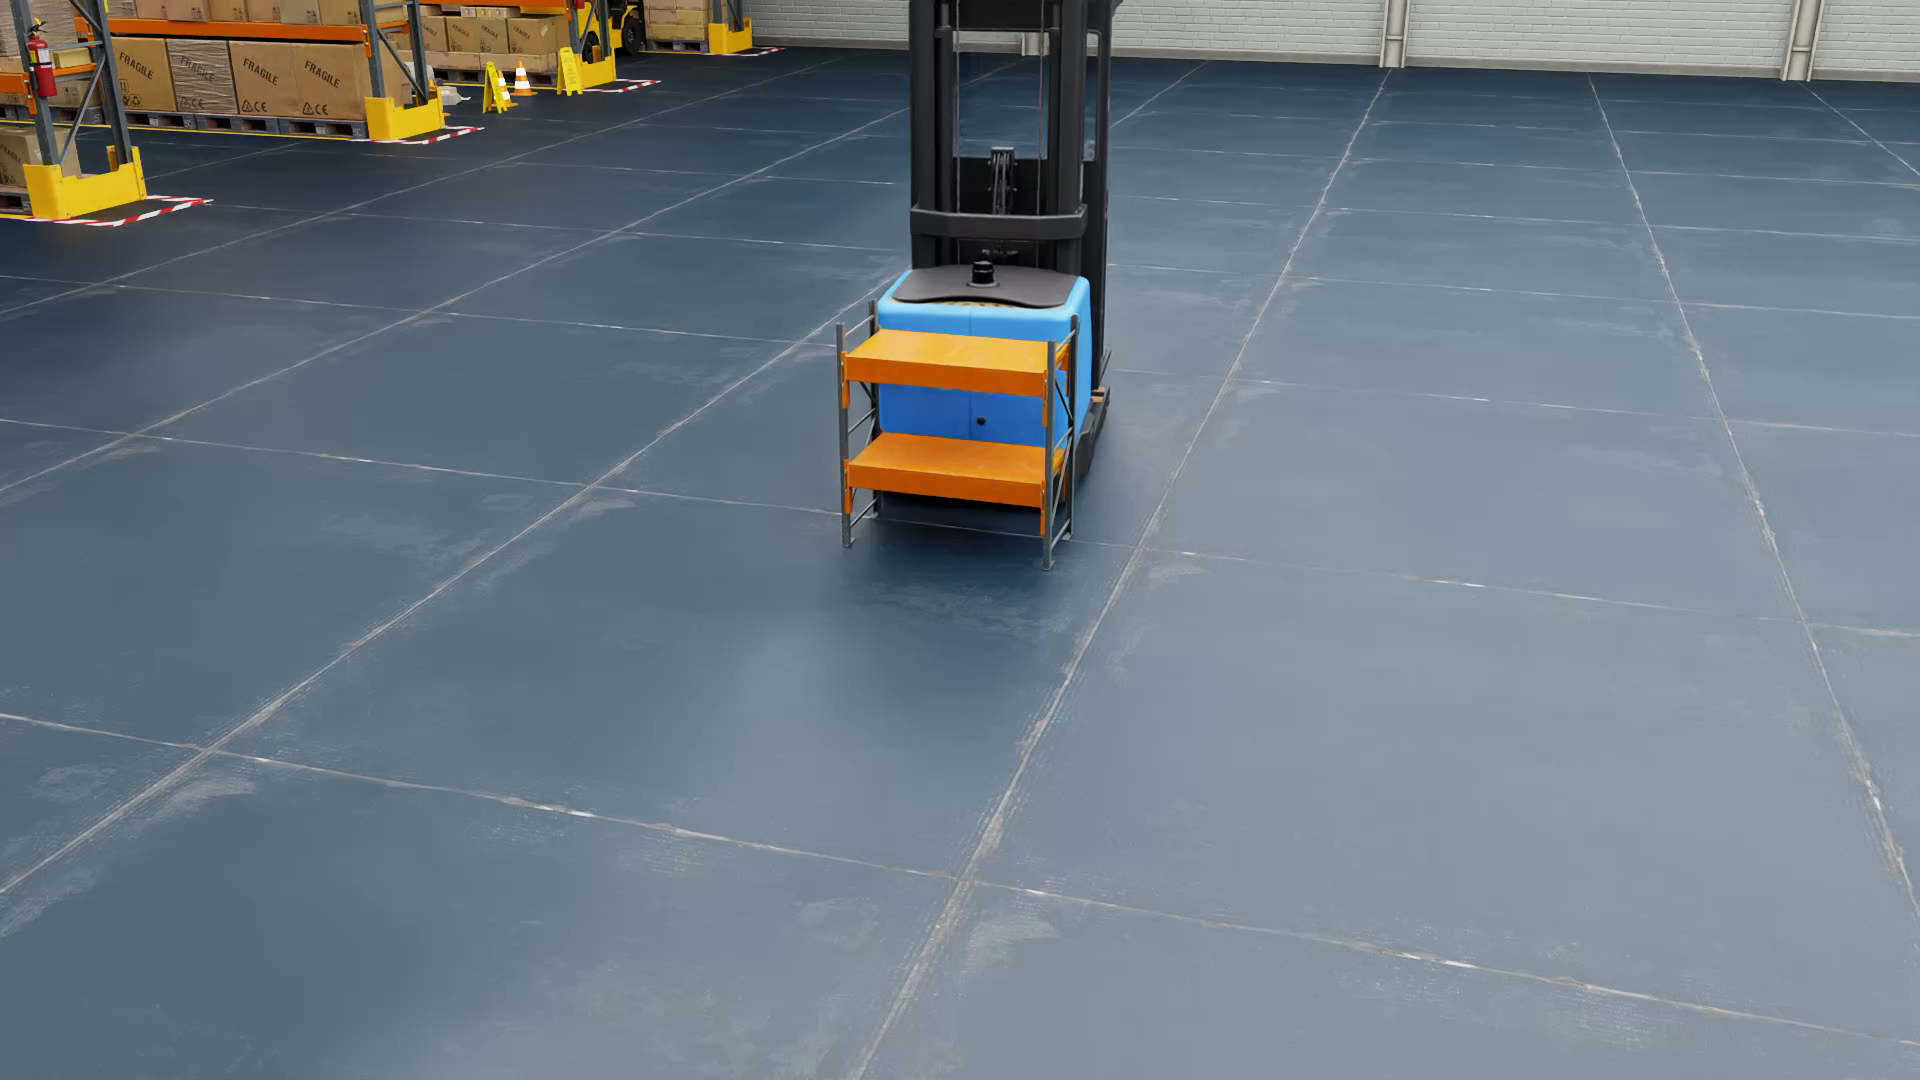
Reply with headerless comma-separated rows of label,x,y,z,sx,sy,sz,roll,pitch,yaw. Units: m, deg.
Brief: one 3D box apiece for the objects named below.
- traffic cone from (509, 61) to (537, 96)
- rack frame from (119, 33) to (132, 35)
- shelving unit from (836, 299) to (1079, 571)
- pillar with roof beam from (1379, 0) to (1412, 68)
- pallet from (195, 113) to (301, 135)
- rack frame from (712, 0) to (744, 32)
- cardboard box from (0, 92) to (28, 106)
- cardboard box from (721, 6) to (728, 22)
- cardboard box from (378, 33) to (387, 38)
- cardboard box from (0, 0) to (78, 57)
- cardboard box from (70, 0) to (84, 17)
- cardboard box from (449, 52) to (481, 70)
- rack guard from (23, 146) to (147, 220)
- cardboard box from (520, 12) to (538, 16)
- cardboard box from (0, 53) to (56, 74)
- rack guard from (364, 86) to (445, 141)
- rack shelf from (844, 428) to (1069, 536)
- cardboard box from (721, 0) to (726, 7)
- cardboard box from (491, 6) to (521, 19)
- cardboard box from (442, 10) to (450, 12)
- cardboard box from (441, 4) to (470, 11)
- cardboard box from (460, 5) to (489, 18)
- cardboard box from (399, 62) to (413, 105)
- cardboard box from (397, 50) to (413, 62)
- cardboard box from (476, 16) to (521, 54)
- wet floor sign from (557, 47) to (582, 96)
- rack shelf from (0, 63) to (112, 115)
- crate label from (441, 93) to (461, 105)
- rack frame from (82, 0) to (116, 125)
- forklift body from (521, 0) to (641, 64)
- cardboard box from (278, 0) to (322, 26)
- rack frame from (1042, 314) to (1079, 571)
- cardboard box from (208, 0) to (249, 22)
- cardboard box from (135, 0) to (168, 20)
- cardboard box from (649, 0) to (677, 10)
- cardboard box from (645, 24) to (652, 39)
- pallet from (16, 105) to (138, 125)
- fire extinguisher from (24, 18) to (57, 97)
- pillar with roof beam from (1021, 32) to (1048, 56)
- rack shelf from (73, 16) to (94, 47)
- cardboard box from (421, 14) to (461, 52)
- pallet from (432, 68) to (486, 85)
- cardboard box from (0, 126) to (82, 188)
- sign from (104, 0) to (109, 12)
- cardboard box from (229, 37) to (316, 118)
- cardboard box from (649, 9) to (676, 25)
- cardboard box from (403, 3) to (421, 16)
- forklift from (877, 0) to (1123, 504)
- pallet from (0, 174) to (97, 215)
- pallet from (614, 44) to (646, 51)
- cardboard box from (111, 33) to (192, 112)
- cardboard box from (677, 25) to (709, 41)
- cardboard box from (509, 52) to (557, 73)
traffic cone,-6.265,-6.607,23.768,0.334,0.463,0.336,7,23,16
rack frame,-13.139,-9.079,26.452,0.127,3.000,1.000,7,23,16
shelving unit,-0.006,-0.521,8.058,1.048,1.125,0.538,7,23,16
pillar with roof beam,5.788,-10.306,21.537,0.400,9.000,9.100,7,23,16
pallet,-8.766,-5.296,20.904,1.213,0.211,1.003,7,23,15
rack frame,-4.050,-10.006,28.712,0.127,3.000,1.000,7,23,16
cardboard box,-12.186,-6.127,21.666,0.750,0.750,1.050,7,23,15
cardboard box,-4.440,-9.287,29.368,0.500,0.250,0.500,7,23,16
cardboard box,-8.823,-7.747,25.286,0.500,0.500,0.500,8,24,18
cardboard box,-8.862,-4.856,15.632,0.500,0.500,0.875,7,23,16
cardboard box,-11.220,-6.838,20.855,0.500,0.500,0.500,6,23,15
cardboard box,-7.328,-7.230,25.014,0.500,0.250,0.500,6,23,14
rack guard,-8.416,-3.454,16.031,0.348,0.500,1.175,7,23,16
cardboard box,-6.698,-7.719,25.216,0.500,0.500,0.500,6,23,14
cardboard box,-8.676,-4.442,15.477,0.250,0.149,0.380,7,23,16
rack guard,-6.791,-5.234,20.370,0.348,0.500,1.175,7,23,16
rack shelf,-0.006,-0.295,8.151,1.000,0.278,0.538,7,23,16
cardboard box,-4.456,-9.512,29.260,0.500,0.250,0.500,6,23,15
cardboard box,-6.694,-7.781,24.512,0.250,0.149,0.380,7,23,17
cardboard box,-8.179,-7.888,25.628,0.500,0.500,0.500,7,23,16
cardboard box,-9.123,-9.681,30.495,0.625,0.625,0.875,6,23,15
cardboard box,-7.185,-7.839,24.654,0.250,0.149,0.380,8,23,18
cardboard box,-7.893,-6.320,23.015,0.637,0.503,0.797,-9,24,-21
cardboard box,-8.309,-7.346,25.296,0.500,0.250,0.500,8,24,19
cardboard box,-6.823,-7.521,24.733,0.500,0.500,0.500,7,23,17
wet floor sign,-5.608,-6.704,23.762,0.232,0.644,0.267,16,27,34
rack shelf,-10.258,-4.488,16.207,4.000,0.370,1.077,7,23,16
crate label,-7.030,-6.079,22.911,0.298,0.136,0.250,-5,23,-12
rack frame,-10.643,-6.831,20.971,0.127,3.000,1.000,7,23,16
forklift body,-6.393,-9.159,27.763,1.214,2.155,2.313,7,23,16
cardboard box,-7.715,-6.539,20.061,0.550,0.550,0.875,7,23,16
rack frame,0.480,-0.465,7.922,0.032,1.125,0.500,7,23,16
cardboard box,-8.734,-6.689,20.427,0.500,0.550,0.875,7,23,16
cardboard box,-9.753,-6.813,20.728,0.550,0.550,0.875,7,23,16
cardboard box,-5.072,-9.382,28.942,0.500,0.250,0.500,7,23,16
cardboard box,-5.541,-8.981,29.282,0.500,0.250,0.500,7,23,16
pallet,-11.404,-5.598,21.640,1.213,0.211,1.003,7,23,16
fire extinguisher,-8.367,-4.386,15.112,0.183,0.674,0.296,7,23,16
pillar with roof beam,0.044,-10.964,23.141,0.400,9.000,9.100,7,23,16
rack shelf,-12.558,-6.718,21.642,4.000,0.370,1.077,7,23,16
cardboard box,-7.811,-7.635,25.013,0.500,0.500,0.500,8,24,18
pallet,-7.485,-7.157,25.440,1.213,0.211,1.003,7,23,16
cardboard box,-8.936,-3.714,16.113,0.500,0.500,0.500,11,25,25
sign,-8.186,-5.199,15.852,0.005,0.325,0.100,7,23,16
cardboard box,-8.325,-5.750,20.582,0.875,0.875,0.875,6,23,15
cardboard box,-5.084,-9.158,29.056,0.500,0.250,0.500,6,23,15
cardboard box,-8.228,-7.956,24.941,0.250,0.149,0.380,7,23,18
forklift,0.311,-2.066,9.445,1.130,2.935,3.031,4,23,9
pallet,-9.183,-3.422,16.334,1.213,0.211,1.003,7,23,16
pallet,-5.959,-8.919,29.736,1.213,0.211,1.003,7,23,15
cardboard box,-10.061,-5.948,21.065,0.875,0.875,0.875,7,23,16
cardboard box,-4.591,-8.865,28.999,0.500,0.250,0.500,7,23,16
cardboard box,-6.355,-7.118,24.740,0.500,0.250,0.500,6,23,15
